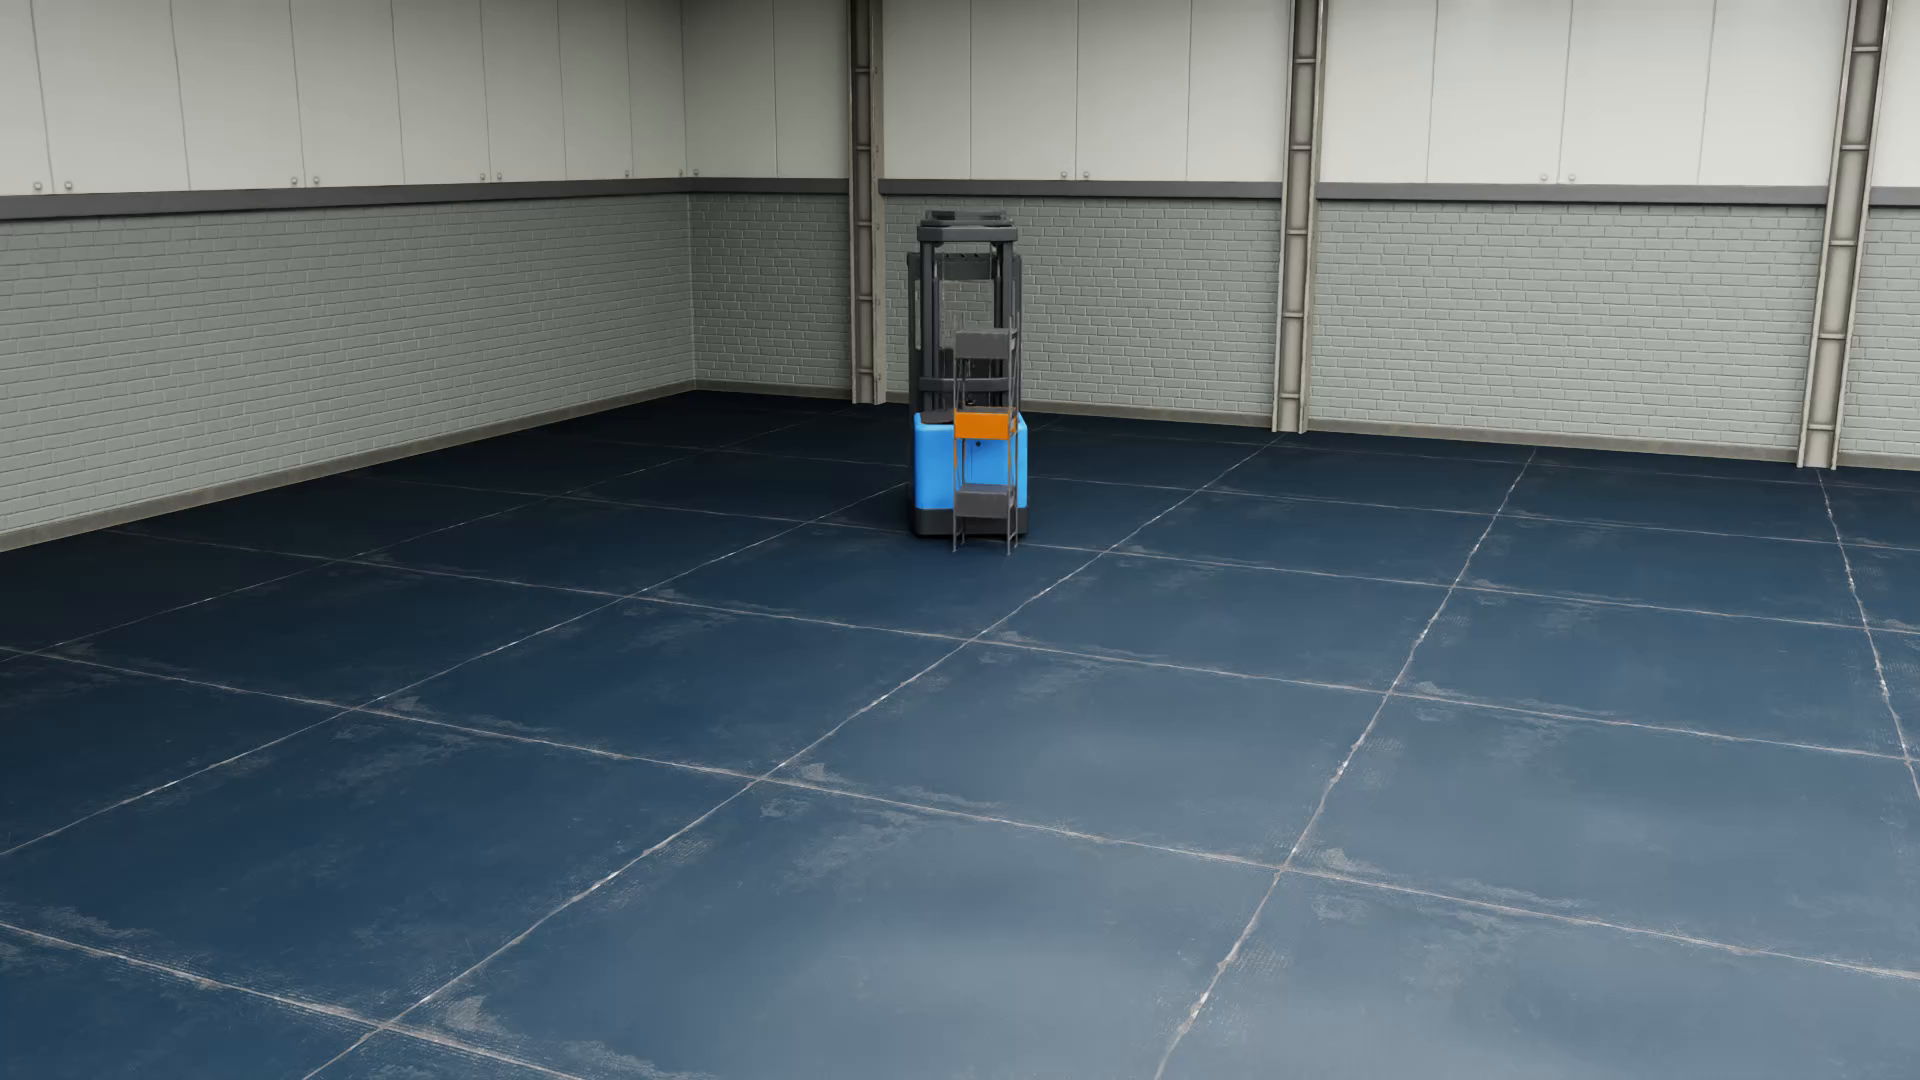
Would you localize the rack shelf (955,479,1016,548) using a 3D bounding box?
[{"bbox_3d":[0.230,-0.240,14.800,0.480,0.518,0.431,3,14,12],"label":"rack shelf"}]

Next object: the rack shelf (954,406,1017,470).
[{"bbox_3d":[0.230,-0.921,14.640,0.480,0.518,0.431,3,14,12],"label":"rack shelf"}]

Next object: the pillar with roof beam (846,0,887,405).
[{"bbox_3d":[-3.027,-5.431,18.697,0.400,9.000,9.100,6,14,23],"label":"pillar with roof beam"}]

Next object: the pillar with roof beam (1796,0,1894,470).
[{"bbox_3d":[7.945,-4.321,13.965,0.400,9.000,9.100,6,14,23],"label":"pillar with roof beam"}]

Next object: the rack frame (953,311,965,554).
[{"bbox_3d":[-0.009,-0.946,14.687,0.015,2.100,0.400,3,14,12],"label":"rack frame"}]

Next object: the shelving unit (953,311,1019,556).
[{"bbox_3d":[0.230,-0.935,14.637,0.503,2.100,0.431,3,14,12],"label":"shelving unit"}]

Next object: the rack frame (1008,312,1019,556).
[{"bbox_3d":[0.468,-0.923,14.587,0.015,2.100,0.400,3,14,12],"label":"rack frame"}]

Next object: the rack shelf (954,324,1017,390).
[{"bbox_3d":[0.230,-1.603,14.480,0.480,0.518,0.431,3,14,12],"label":"rack shelf"}]

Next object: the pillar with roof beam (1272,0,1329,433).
[{"bbox_3d":[2.459,-4.876,16.331,0.400,9.000,9.100,6,14,23],"label":"pillar with roof beam"}]

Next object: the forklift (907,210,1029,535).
[{"bbox_3d":[0.035,-1.752,16.301,1.130,2.935,3.031,-1,13,-3],"label":"forklift"}]
